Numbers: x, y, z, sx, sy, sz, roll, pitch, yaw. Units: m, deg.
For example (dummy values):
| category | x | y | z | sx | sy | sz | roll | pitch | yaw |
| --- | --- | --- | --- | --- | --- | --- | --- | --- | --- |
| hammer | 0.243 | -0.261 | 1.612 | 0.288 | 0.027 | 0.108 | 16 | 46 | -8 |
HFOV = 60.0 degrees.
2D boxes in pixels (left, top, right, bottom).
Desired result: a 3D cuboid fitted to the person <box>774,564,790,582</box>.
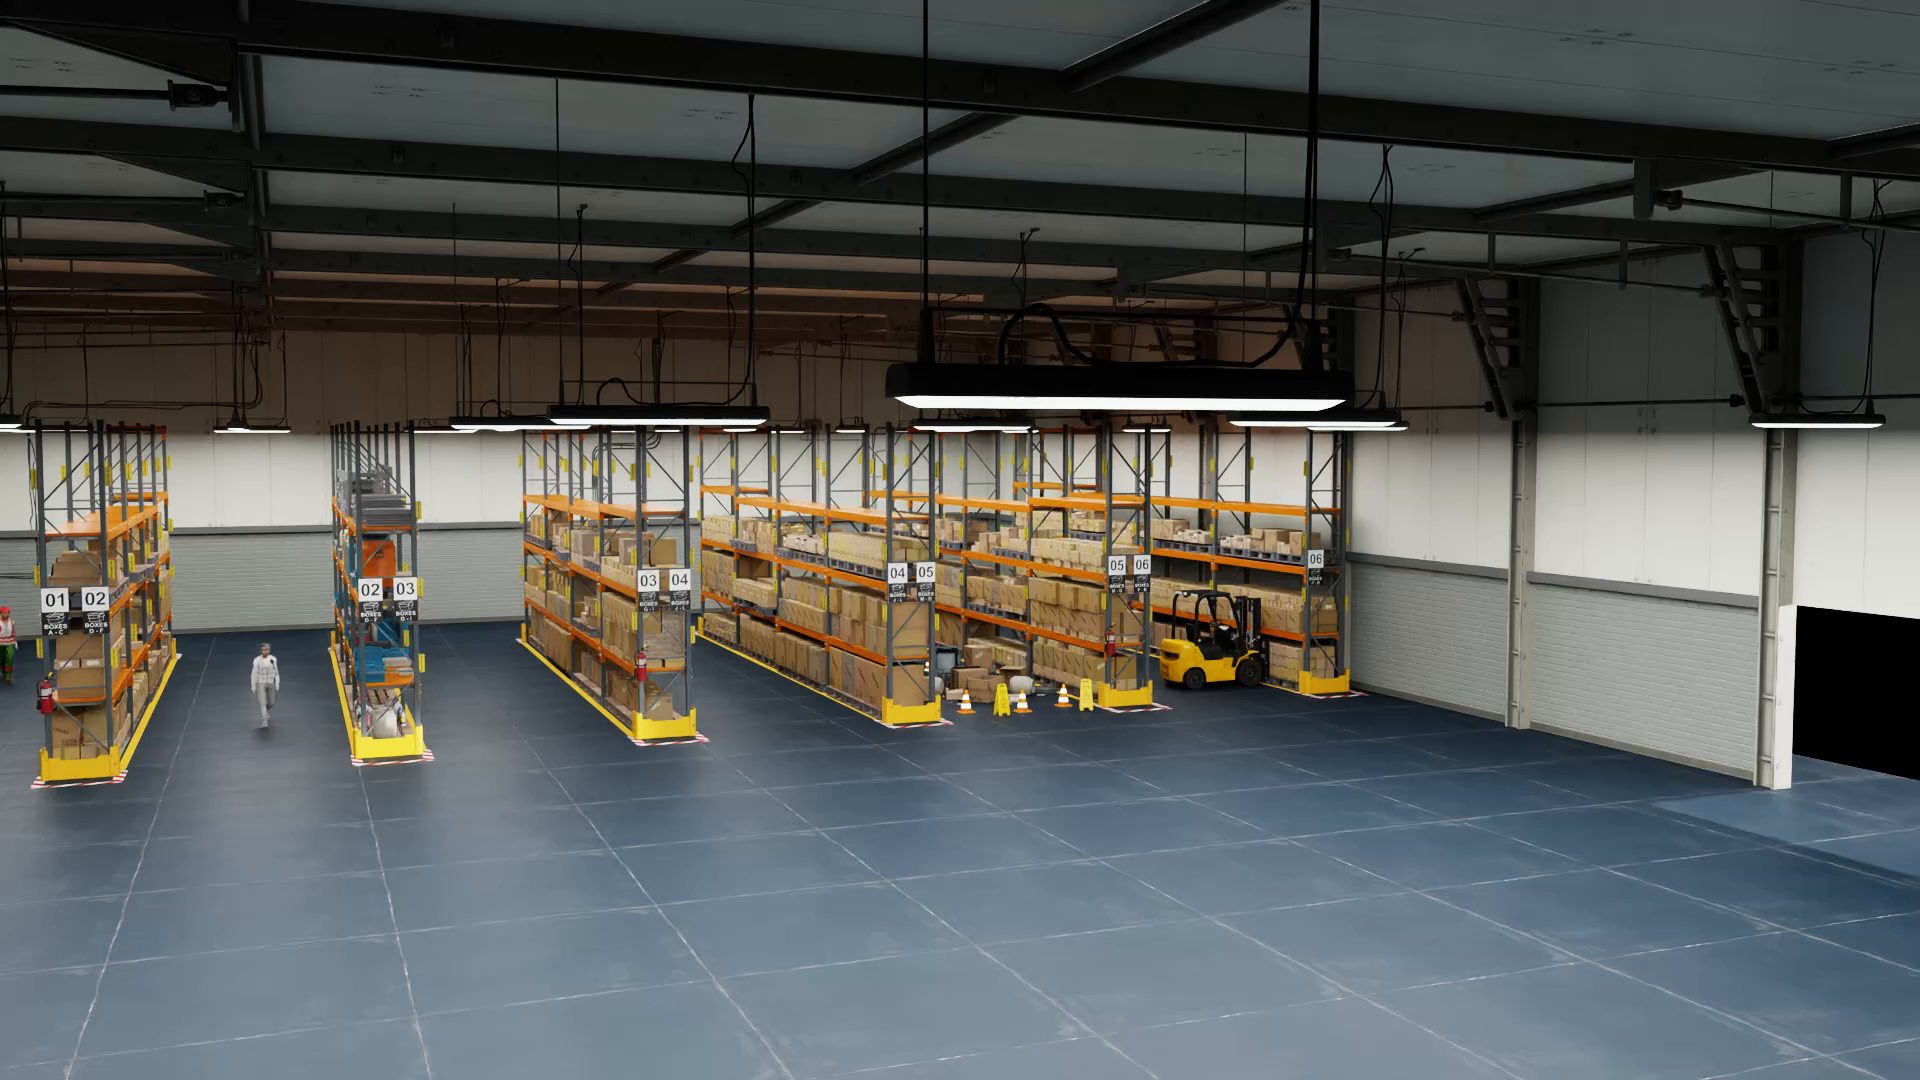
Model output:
| category | x | y | z | sx | sy | sz | roll | pitch | yaw |
| --- | --- | --- | --- | --- | --- | --- | --- | --- | --- |
| person | -5.640 | 1.534 | 52.841 | 0.564 | 1.749 | 0.938 | 2 | 4 | 30 |

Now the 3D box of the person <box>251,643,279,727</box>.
| category | x | y | z | sx | sy | sz | roll | pitch | yaw |
| --- | --- | --- | --- | --- | --- | --- | --- | --- | --- |
| person | -13.762 | 2.843 | 32.941 | 0.516 | 1.628 | 0.892 | -3 | 5 | -40 |

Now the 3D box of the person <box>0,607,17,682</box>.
| category | x | y | z | sx | sy | sz | roll | pitch | yaw |
| --- | --- | --- | --- | --- | --- | --- | --- | --- | --- |
| person | -22.259 | 2.425 | 38.711 | 0.510 | 1.729 | 1.098 | -2 | 4 | -25 |

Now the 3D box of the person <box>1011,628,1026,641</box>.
| category | x | y | z | sx | sy | sz | roll | pitch | yaw |
| --- | --- | --- | --- | --- | --- | --- | --- | --- | --- |
| person | 1.648 | 1.968 | 44.591 | 0.479 | 1.524 | 0.595 | -3 | 4 | -36 |
